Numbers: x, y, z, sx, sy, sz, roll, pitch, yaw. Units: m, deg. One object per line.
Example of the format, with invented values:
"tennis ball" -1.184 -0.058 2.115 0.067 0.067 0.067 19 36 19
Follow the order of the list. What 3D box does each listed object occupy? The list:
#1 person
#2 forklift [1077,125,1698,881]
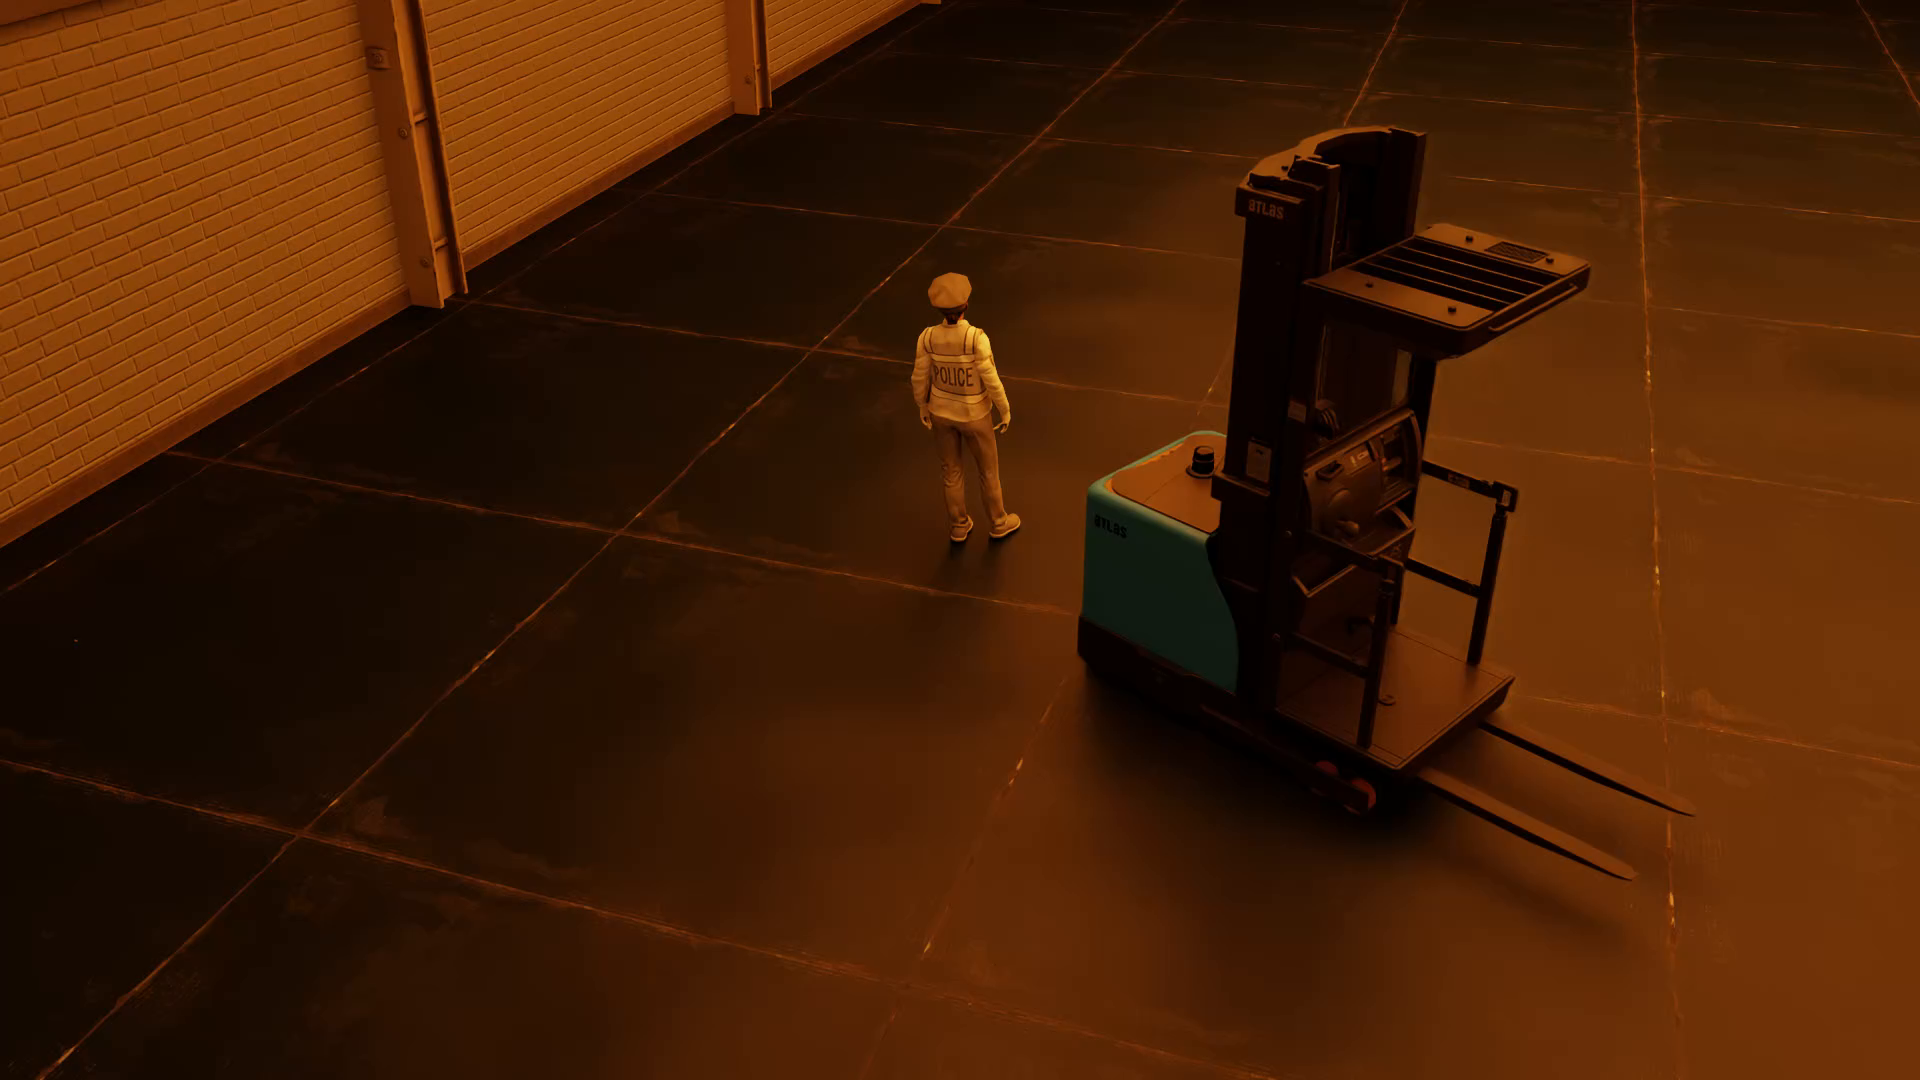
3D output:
"person" 0.029 -0.773 9.727 0.586 1.694 0.530 10 31 16
"forklift" 2.028 -0.273 7.615 3.031 2.935 1.130 26 39 38
